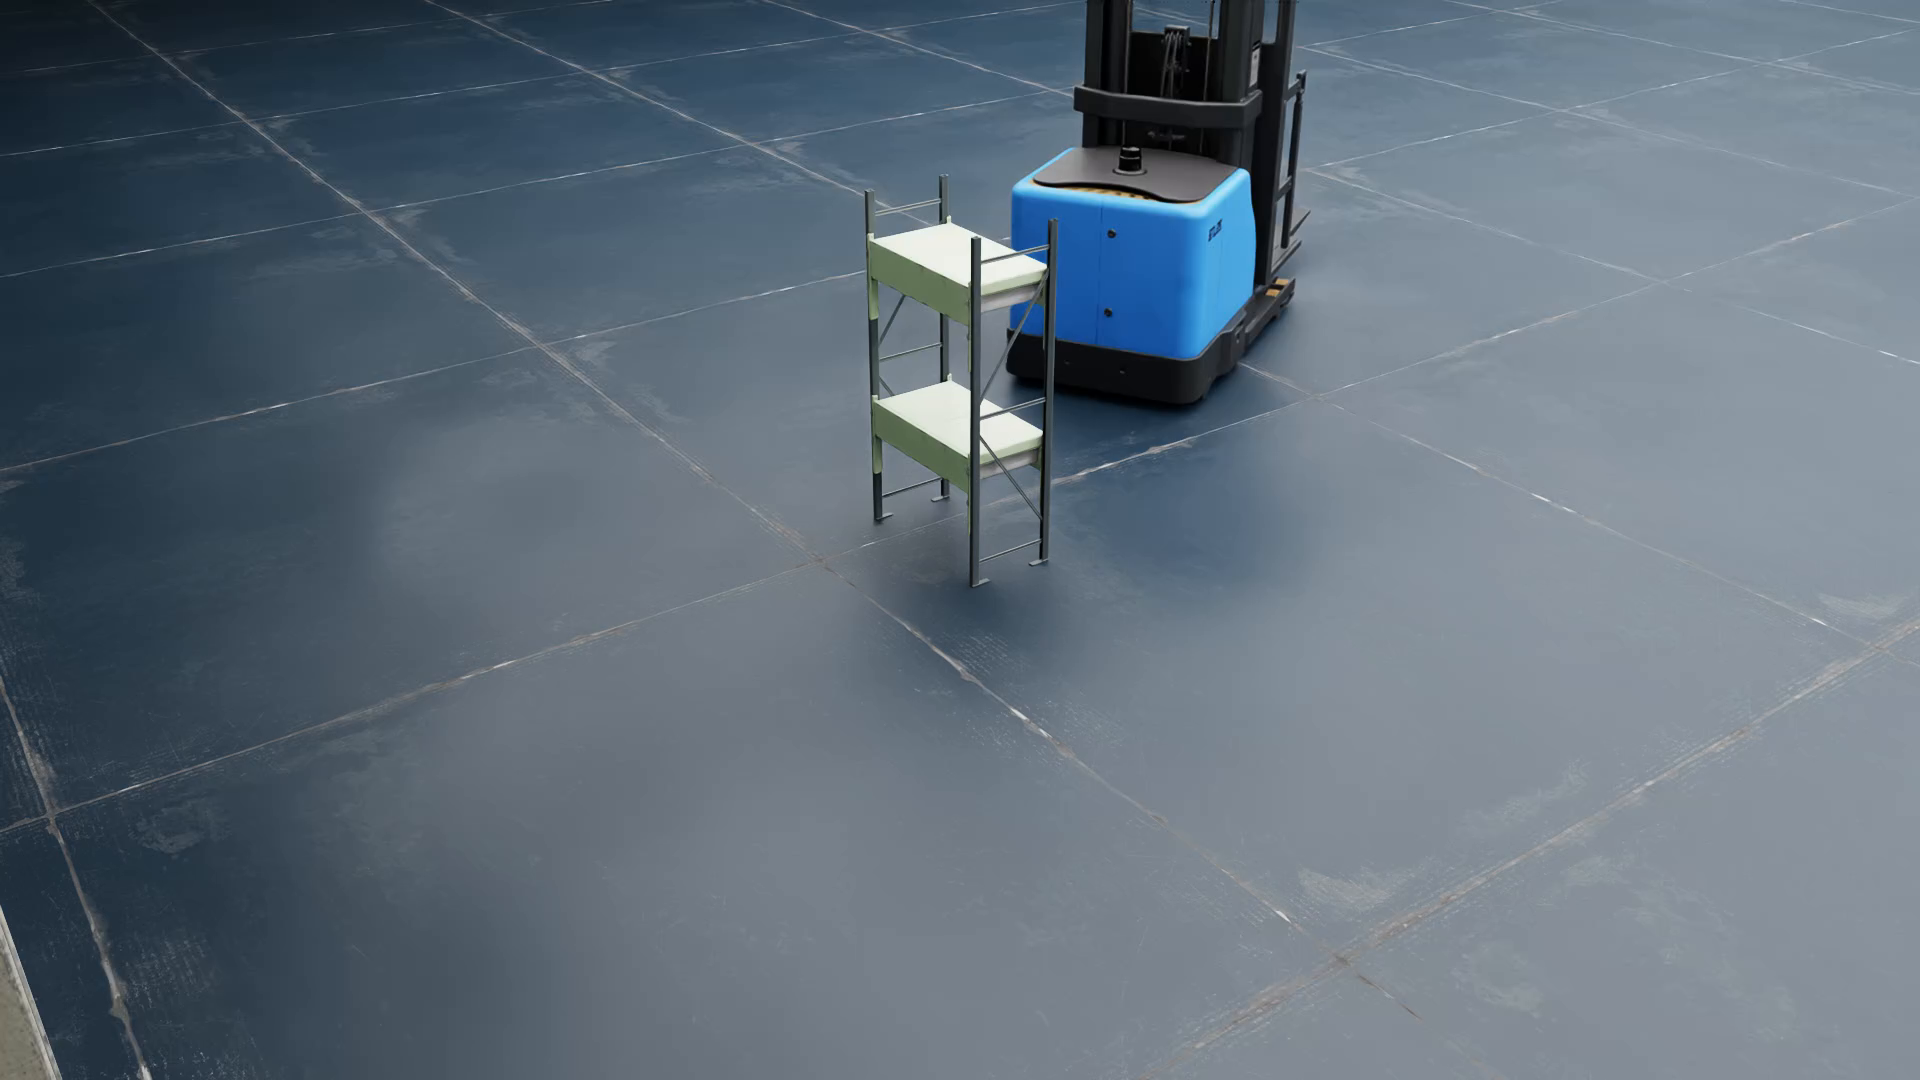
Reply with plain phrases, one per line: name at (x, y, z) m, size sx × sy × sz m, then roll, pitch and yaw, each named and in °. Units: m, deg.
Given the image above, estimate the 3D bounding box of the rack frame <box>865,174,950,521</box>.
rack frame at (-0.216, -0.804, 7.166) m, size 0.400 × 1.500 × 0.023 m, roll -19°, pitch 34°, yaw -31°

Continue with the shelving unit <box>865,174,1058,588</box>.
shelving unit at (-0.004, -0.662, 6.904) m, size 0.431 × 1.500 × 0.755 m, roll -19°, pitch 34°, yaw -31°

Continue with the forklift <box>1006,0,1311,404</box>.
forklift at (1.321, -2.651, 9.068) m, size 1.130 × 2.935 × 3.031 m, roll 12°, pitch 31°, yaw 22°

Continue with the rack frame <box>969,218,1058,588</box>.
rack frame at (0.208, -0.519, 6.642) m, size 0.400 × 1.500 × 0.023 m, roll -19°, pitch 34°, yaw -31°

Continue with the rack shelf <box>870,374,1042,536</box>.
rack shelf at (-0.004, -0.375, 7.059) m, size 0.431 × 0.370 × 0.720 m, roll -19°, pitch 34°, yaw -31°

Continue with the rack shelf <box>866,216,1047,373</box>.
rack shelf at (-0.004, -1.005, 6.718) m, size 0.431 × 0.370 × 0.720 m, roll -19°, pitch 34°, yaw -31°
